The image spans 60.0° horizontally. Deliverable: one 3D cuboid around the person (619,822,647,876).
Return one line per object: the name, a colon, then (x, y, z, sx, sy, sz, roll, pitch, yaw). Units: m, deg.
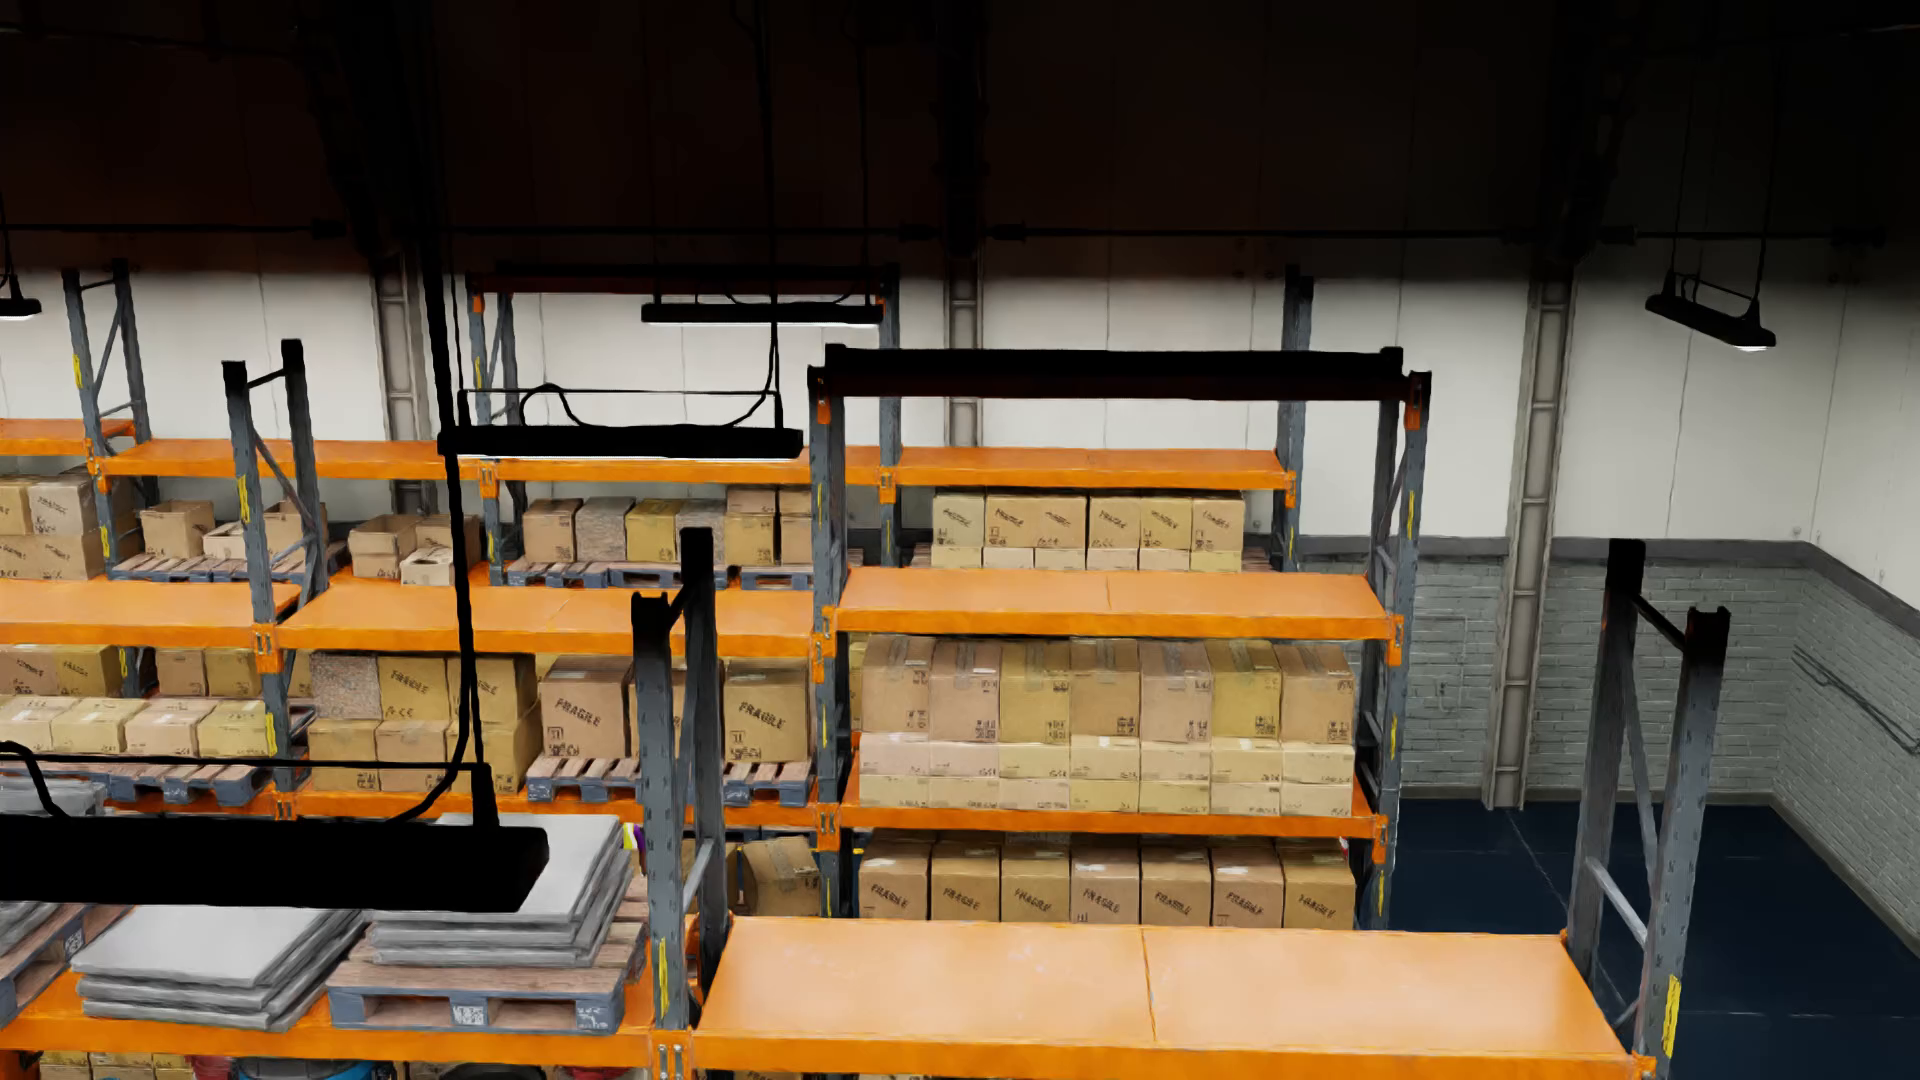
person: (-3.010, 3.093, 14.727, 0.632, 1.768, 0.452, -8, 18, -27)
